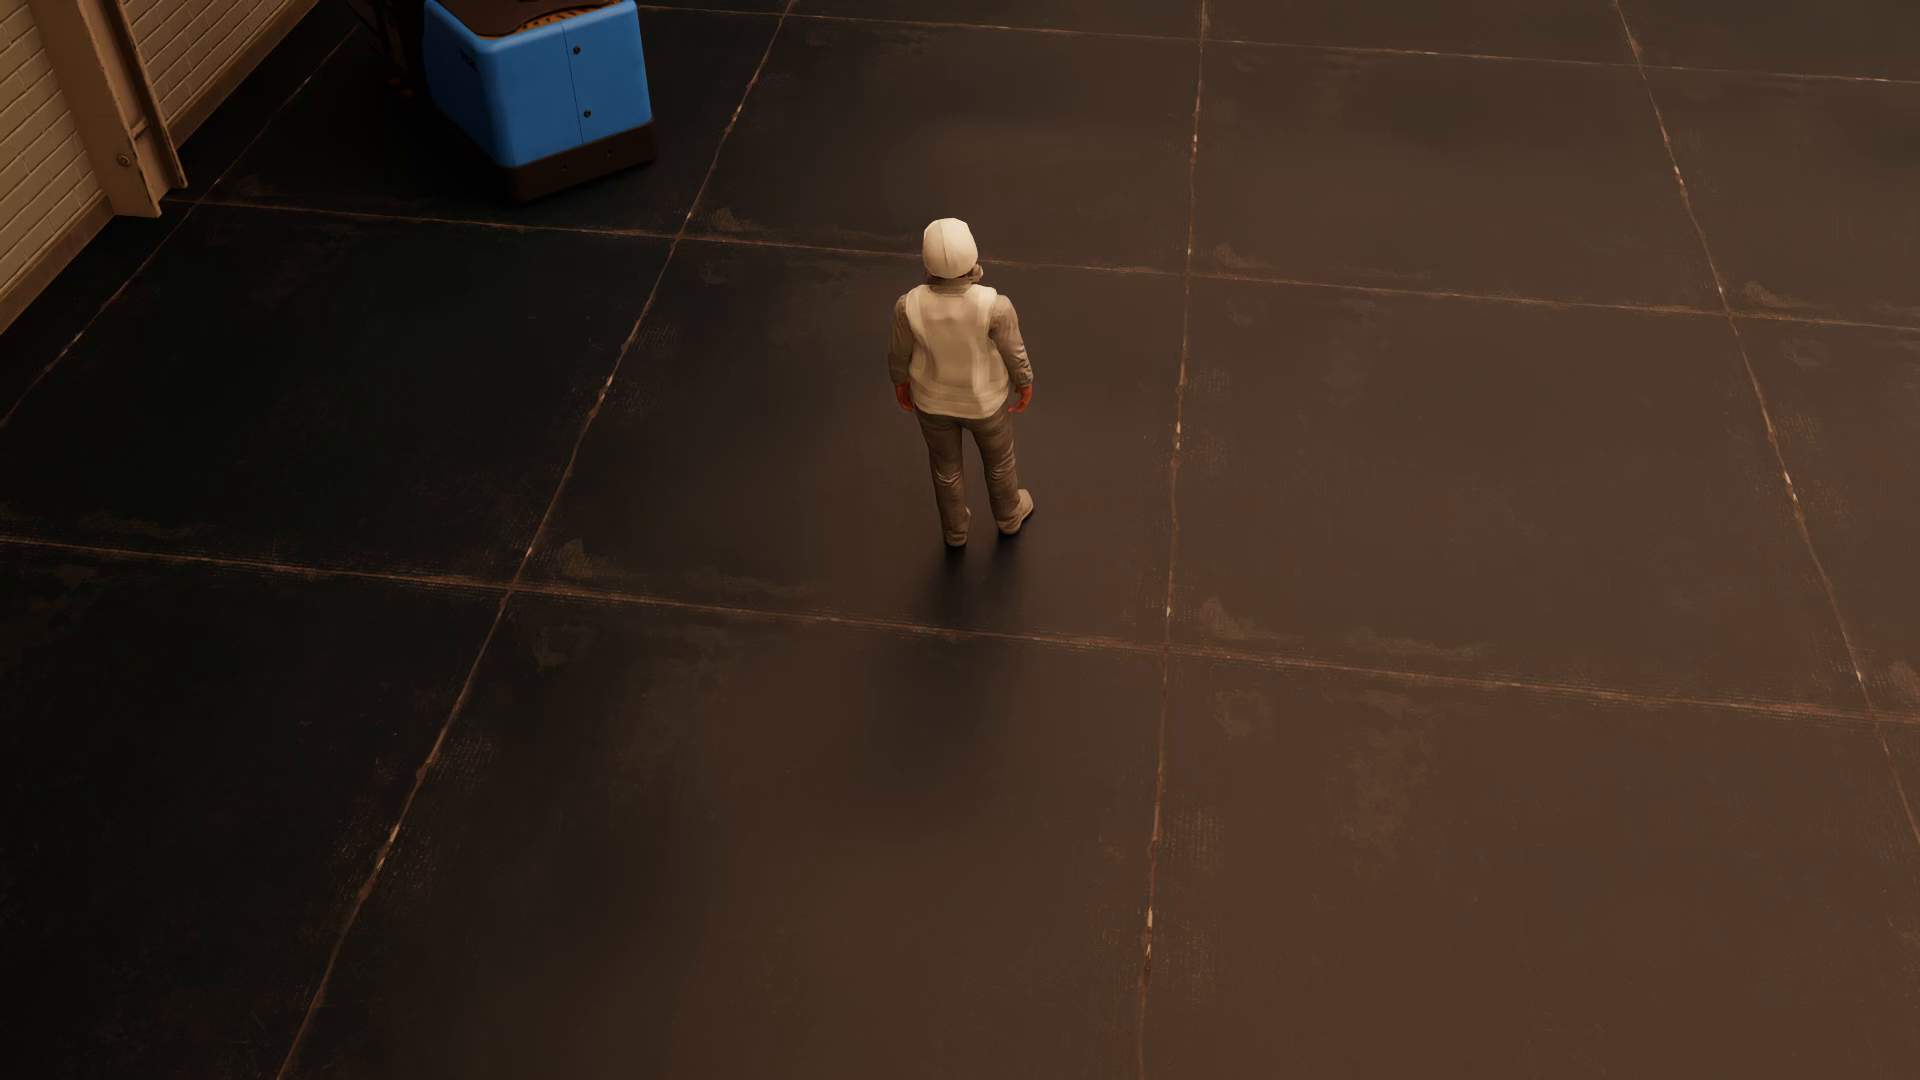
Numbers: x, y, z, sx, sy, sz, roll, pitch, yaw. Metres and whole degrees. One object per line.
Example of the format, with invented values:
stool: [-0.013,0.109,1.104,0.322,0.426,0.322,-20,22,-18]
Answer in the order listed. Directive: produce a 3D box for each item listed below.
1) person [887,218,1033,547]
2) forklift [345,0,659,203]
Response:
person: [0.016,-0.700,7.331,0.633,1.775,0.566,5,43,6]
forklift: [-3.168,-4.051,10.134,1.130,2.935,3.031,-27,49,-26]
